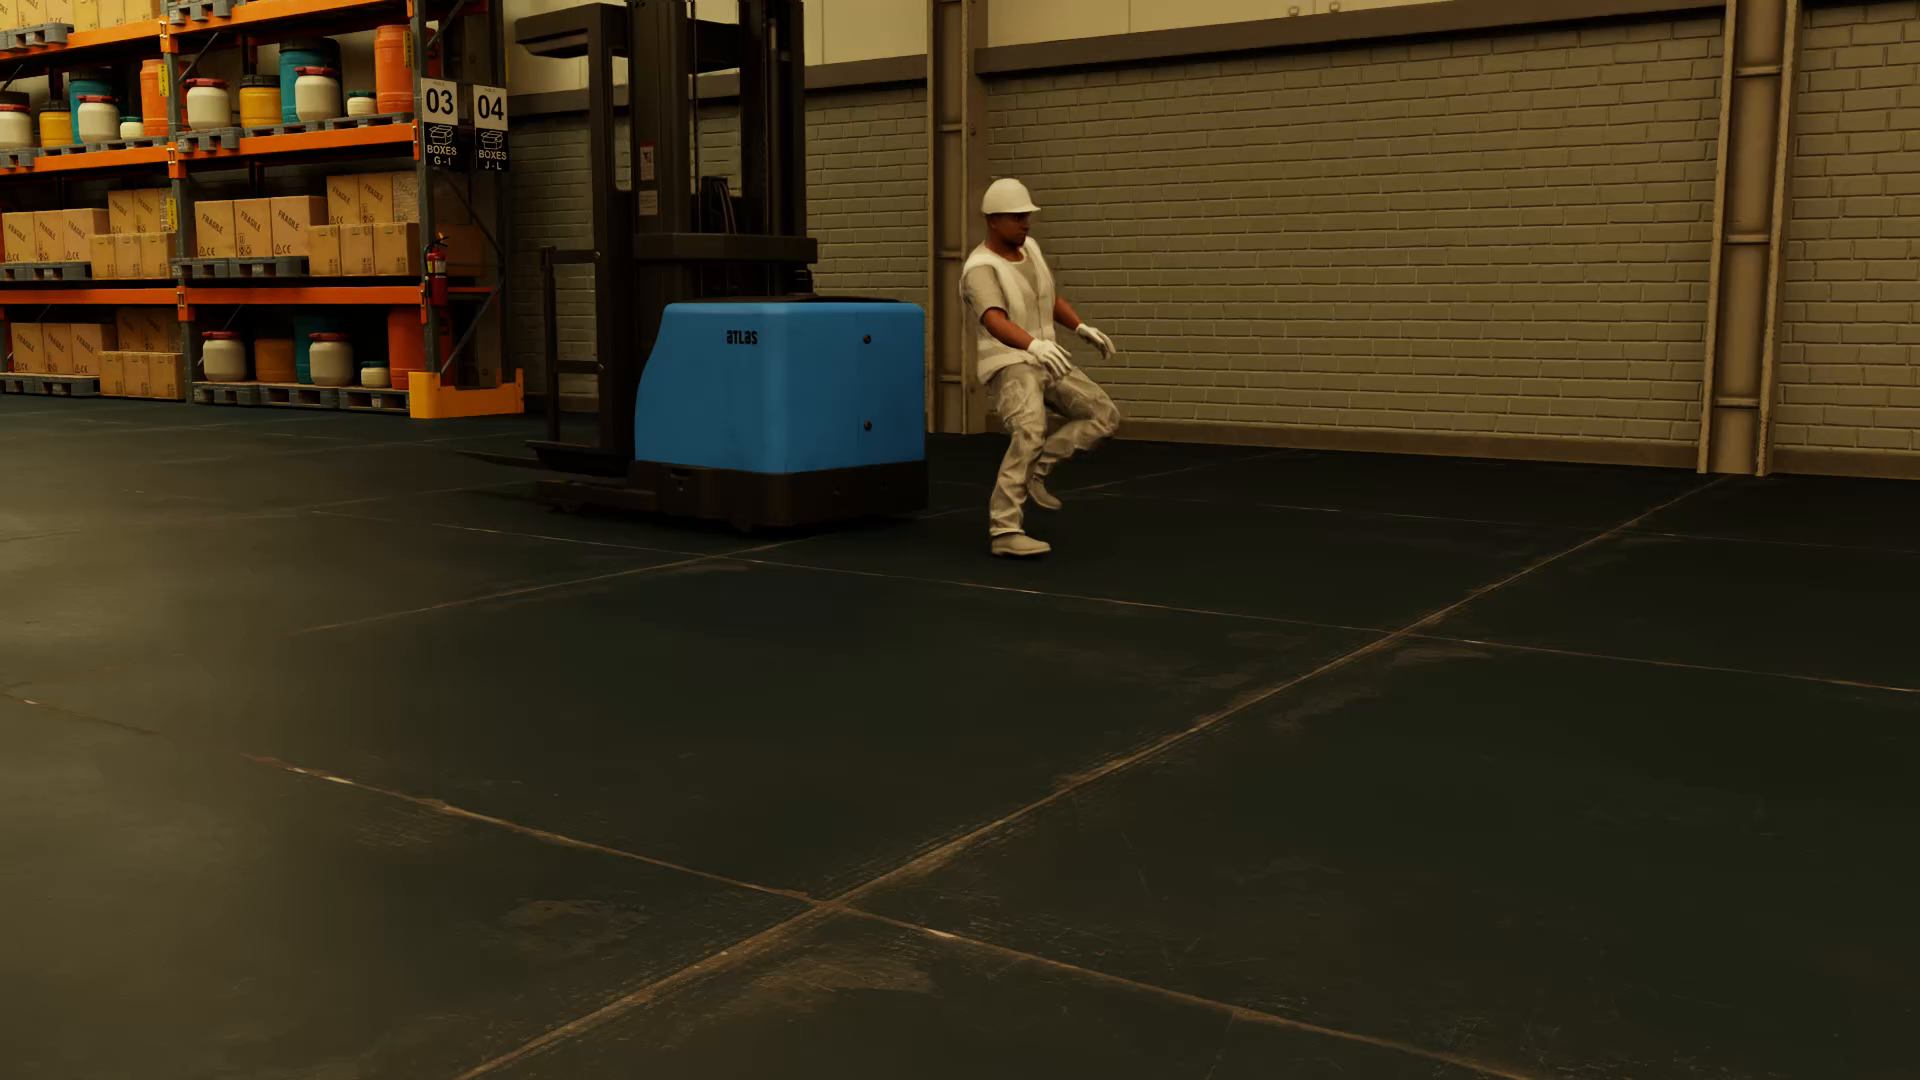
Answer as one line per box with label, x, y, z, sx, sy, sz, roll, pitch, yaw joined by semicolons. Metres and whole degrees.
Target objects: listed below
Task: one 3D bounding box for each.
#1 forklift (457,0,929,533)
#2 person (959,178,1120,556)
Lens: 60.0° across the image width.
forklift;-1.579;-1.633;8.676;3.031;2.935;1.130;7;11;42
person;0.356;-0.772;7.327;0.748;1.617;0.826;6;10;38
